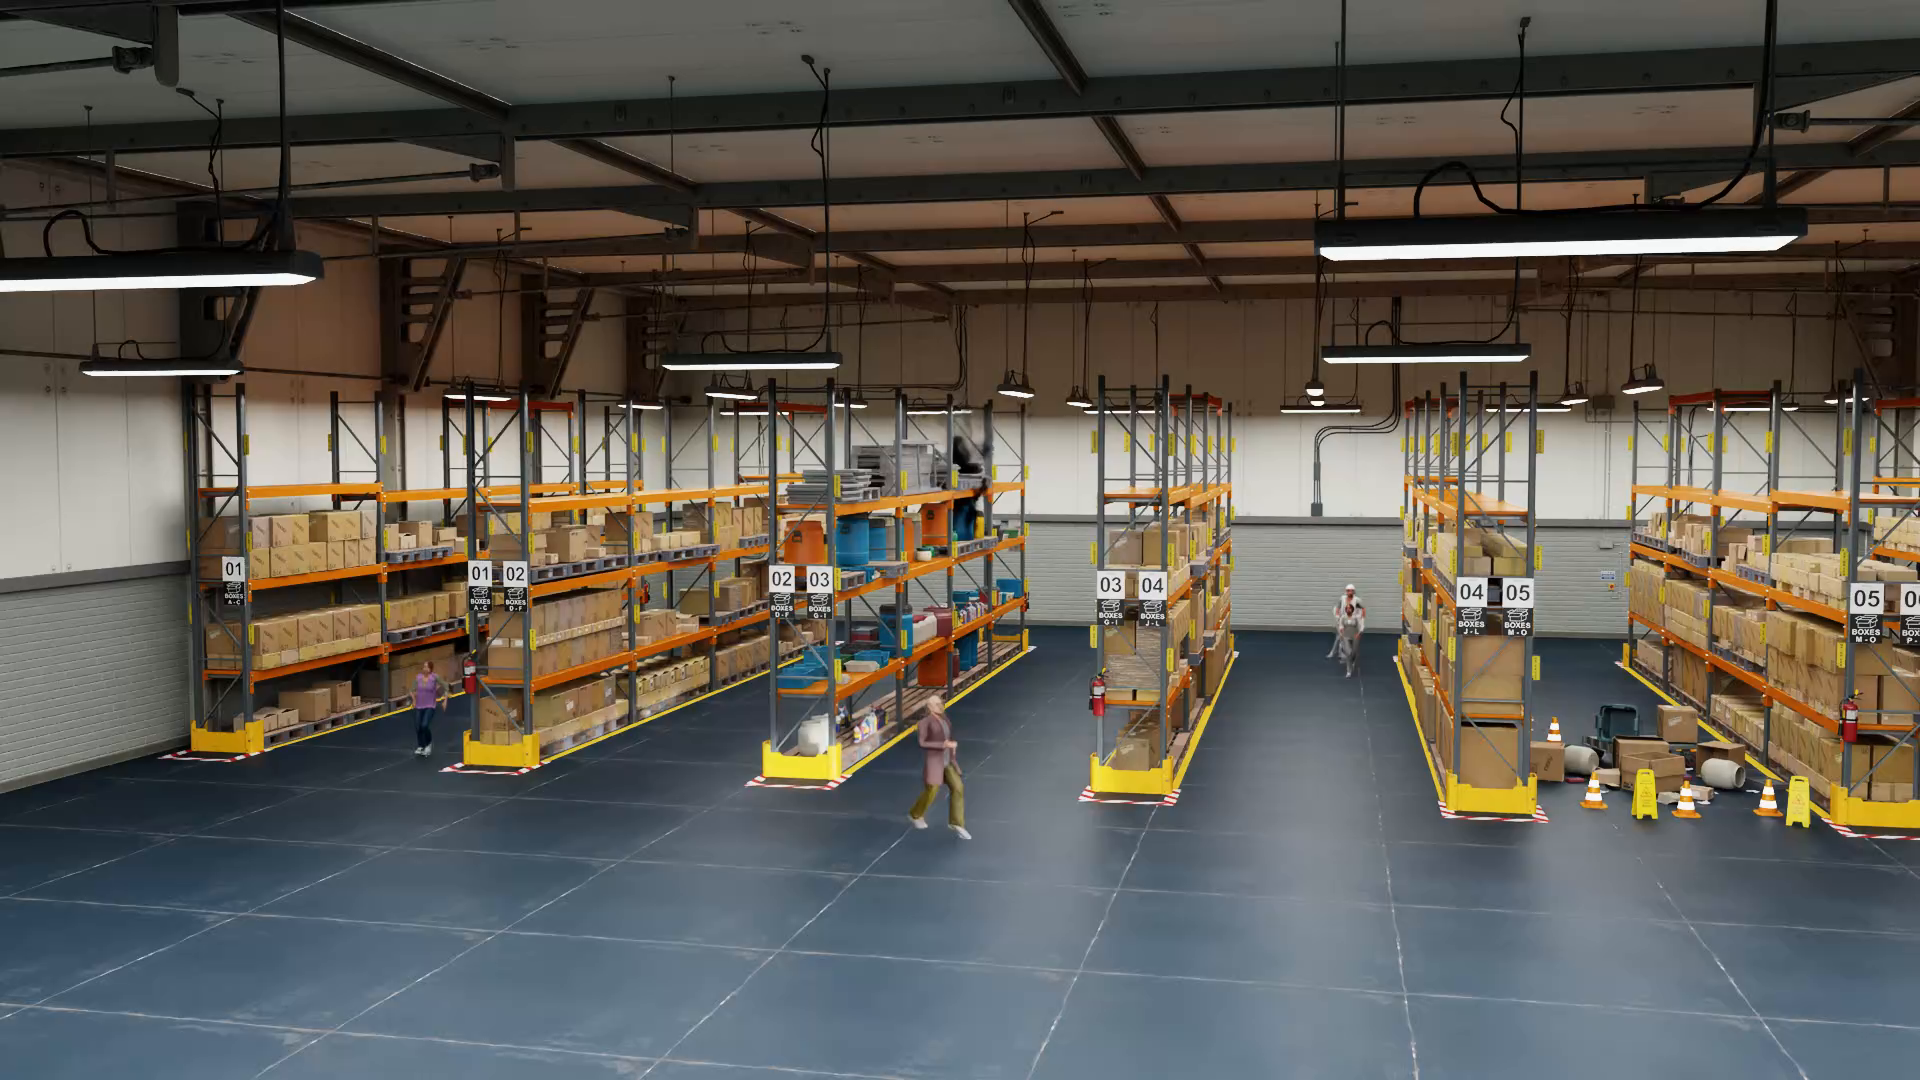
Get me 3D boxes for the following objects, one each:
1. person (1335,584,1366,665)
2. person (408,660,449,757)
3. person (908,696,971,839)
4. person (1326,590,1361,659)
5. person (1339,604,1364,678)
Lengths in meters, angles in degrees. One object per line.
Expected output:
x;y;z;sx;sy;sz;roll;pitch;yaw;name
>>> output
8.909;1.924;38.057;0.675;1.843;0.733;2;4;30;person
-8.524;2.691;26.629;0.602;1.562;0.591;0;3;2;person
-0.267;2.902;21.371;0.725;1.815;0.963;-3;5;-44;person
9.108;1.939;39.103;0.668;1.562;0.737;2;4;37;person
8.446;2.164;35.944;0.521;1.579;0.735;1;3;19;person
